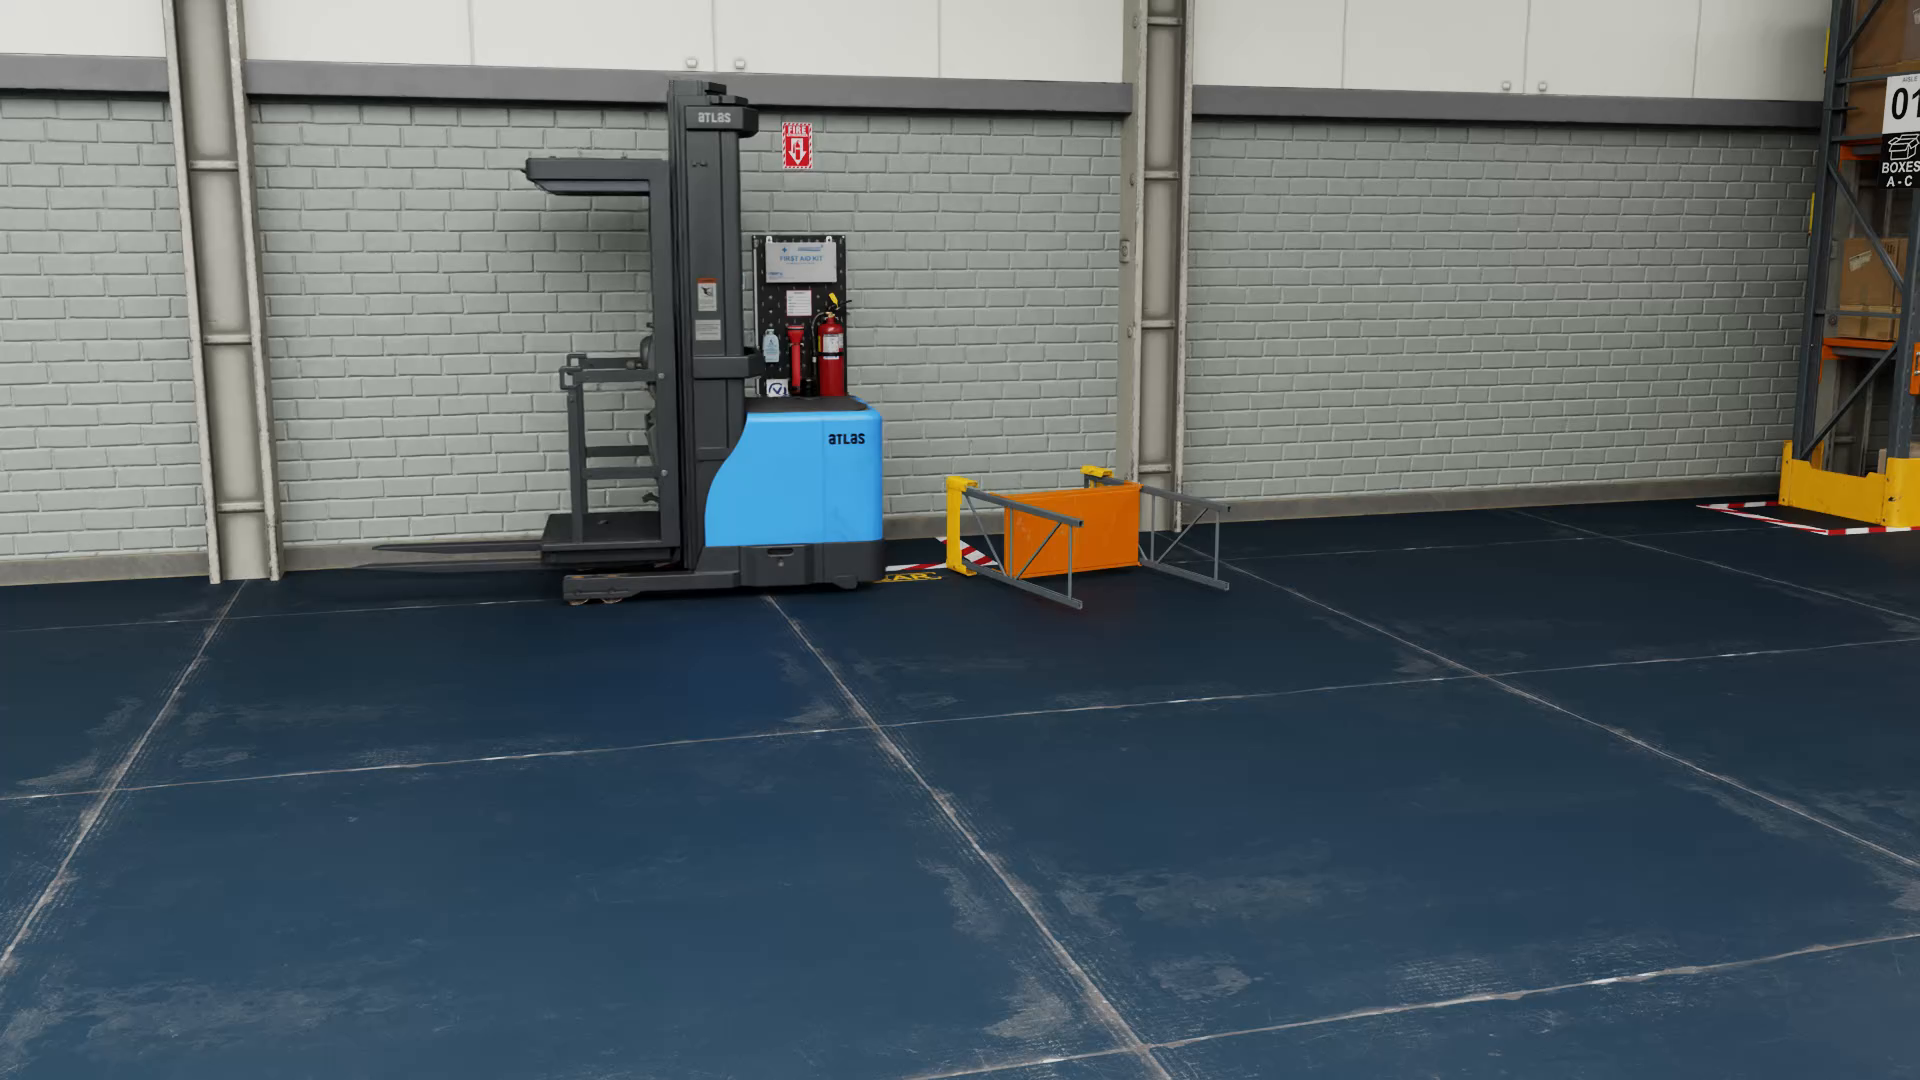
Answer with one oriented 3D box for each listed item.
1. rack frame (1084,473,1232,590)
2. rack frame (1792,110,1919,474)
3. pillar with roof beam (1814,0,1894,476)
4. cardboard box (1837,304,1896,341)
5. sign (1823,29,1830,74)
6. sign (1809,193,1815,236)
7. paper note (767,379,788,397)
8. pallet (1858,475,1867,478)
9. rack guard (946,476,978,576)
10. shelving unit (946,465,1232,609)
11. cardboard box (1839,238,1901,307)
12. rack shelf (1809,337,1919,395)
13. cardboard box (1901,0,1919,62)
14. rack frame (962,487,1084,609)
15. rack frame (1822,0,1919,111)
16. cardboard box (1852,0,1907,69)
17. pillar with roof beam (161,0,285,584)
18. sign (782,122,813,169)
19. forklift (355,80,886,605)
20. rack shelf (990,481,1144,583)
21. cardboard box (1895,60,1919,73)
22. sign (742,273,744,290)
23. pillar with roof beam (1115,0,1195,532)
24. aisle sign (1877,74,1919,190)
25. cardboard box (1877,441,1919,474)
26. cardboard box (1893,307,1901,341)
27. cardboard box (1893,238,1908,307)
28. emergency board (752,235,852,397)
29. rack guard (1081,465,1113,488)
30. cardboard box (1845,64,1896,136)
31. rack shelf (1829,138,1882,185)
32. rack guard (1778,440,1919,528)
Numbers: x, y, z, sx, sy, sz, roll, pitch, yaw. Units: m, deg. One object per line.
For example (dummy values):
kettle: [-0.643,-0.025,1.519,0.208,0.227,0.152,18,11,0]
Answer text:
rack frame: [1.188,-0.076,10.267,0.032,0.500,1.500,-6,12,-28]
rack frame: [6.681,-1.668,12.323,0.127,3.000,1.000,-3,11,-16]
pillar with roof beam: [8.315,-4.056,8.724,0.400,9.000,9.100,-3,11,-16]
cardboard box: [7.076,-1.662,12.646,0.500,0.250,0.500,-3,11,-15]
sign: [6.545,-3.676,12.501,0.005,0.325,0.100,-3,11,-16]
sign: [6.545,-2.491,12.719,0.005,0.325,0.100,-3,11,-16]
paper note: [-1.222,-1.002,11.136,0.142,0.148,0.016,-3,11,-16]
pallet: [7.544,-0.336,12.786,1.213,0.211,1.003,-3,11,-16]
rack guard: [0.013,-0.090,10.329,0.087,0.587,0.250,-6,12,-28]
shelving unit: [0.751,-0.032,10.029,1.083,0.587,1.500,-6,12,-28]
cardboard box: [7.074,-2.034,12.597,0.500,0.500,0.500,-3,11,-17]
rack shelf: [8.601,-1.416,12.938,4.000,0.370,1.077,-3,11,-16]
cardboard box: [7.119,-3.671,11.827,0.500,0.500,0.500,-4,11,-20]
rack frame: [0.299,0.014,9.782,0.032,0.500,1.500,-6,12,-28]
rack frame: [6.681,-4.619,11.780,0.127,3.000,1.000,-3,11,-16]
cardboard box: [7.022,-3.761,12.316,0.500,0.500,0.500,-3,11,-13]
pillar with roof beam: [-3.207,-3.449,5.425,0.400,9.000,9.100,-3,11,-16]
sign: [-1.068,-2.589,10.922,0.199,0.298,0.001,-3,11,-16]
forklift: [-2.013,-1.173,9.821,3.031,2.935,1.130,-2,11,-11]
rack shelf: [0.656,-0.060,10.179,1.000,0.538,0.185,-6,12,-28]
cardboard box: [7.072,-3.176,11.897,0.500,0.500,0.500,-3,11,-14]
sign: [-1.586,-1.699,10.927,0.331,0.109,0.001,-3,11,-16]
pillar with roof beam: [2.554,-3.752,7.075,0.400,9.000,9.100,-3,11,-16]
aisle sign: [6.696,-2.891,11.785,0.004,0.787,0.394,-3,11,-16]
cardboard box: [7.371,-0.582,12.632,0.500,0.311,0.500,-4,11,-22]
cardboard box: [7.238,-1.574,12.169,0.500,0.250,0.500,-3,11,-18]
cardboard box: [7.224,-1.945,12.114,0.500,0.500,0.500,-3,11,-16]
emergency board: [-1.033,-1.432,11.040,0.643,1.169,0.194,-3,11,-16]
rack guard: [0.884,-0.178,10.803,0.087,0.587,0.250,-6,12,-28]
cardboard box: [7.011,-3.268,12.394,0.500,0.500,0.500,-2,11,-12]
rack shelf: [8.601,-2.891,12.666,4.000,0.370,1.077,-3,11,-16]
rack guard: [6.754,-0.443,12.570,0.348,0.500,1.175,-3,11,-16]
